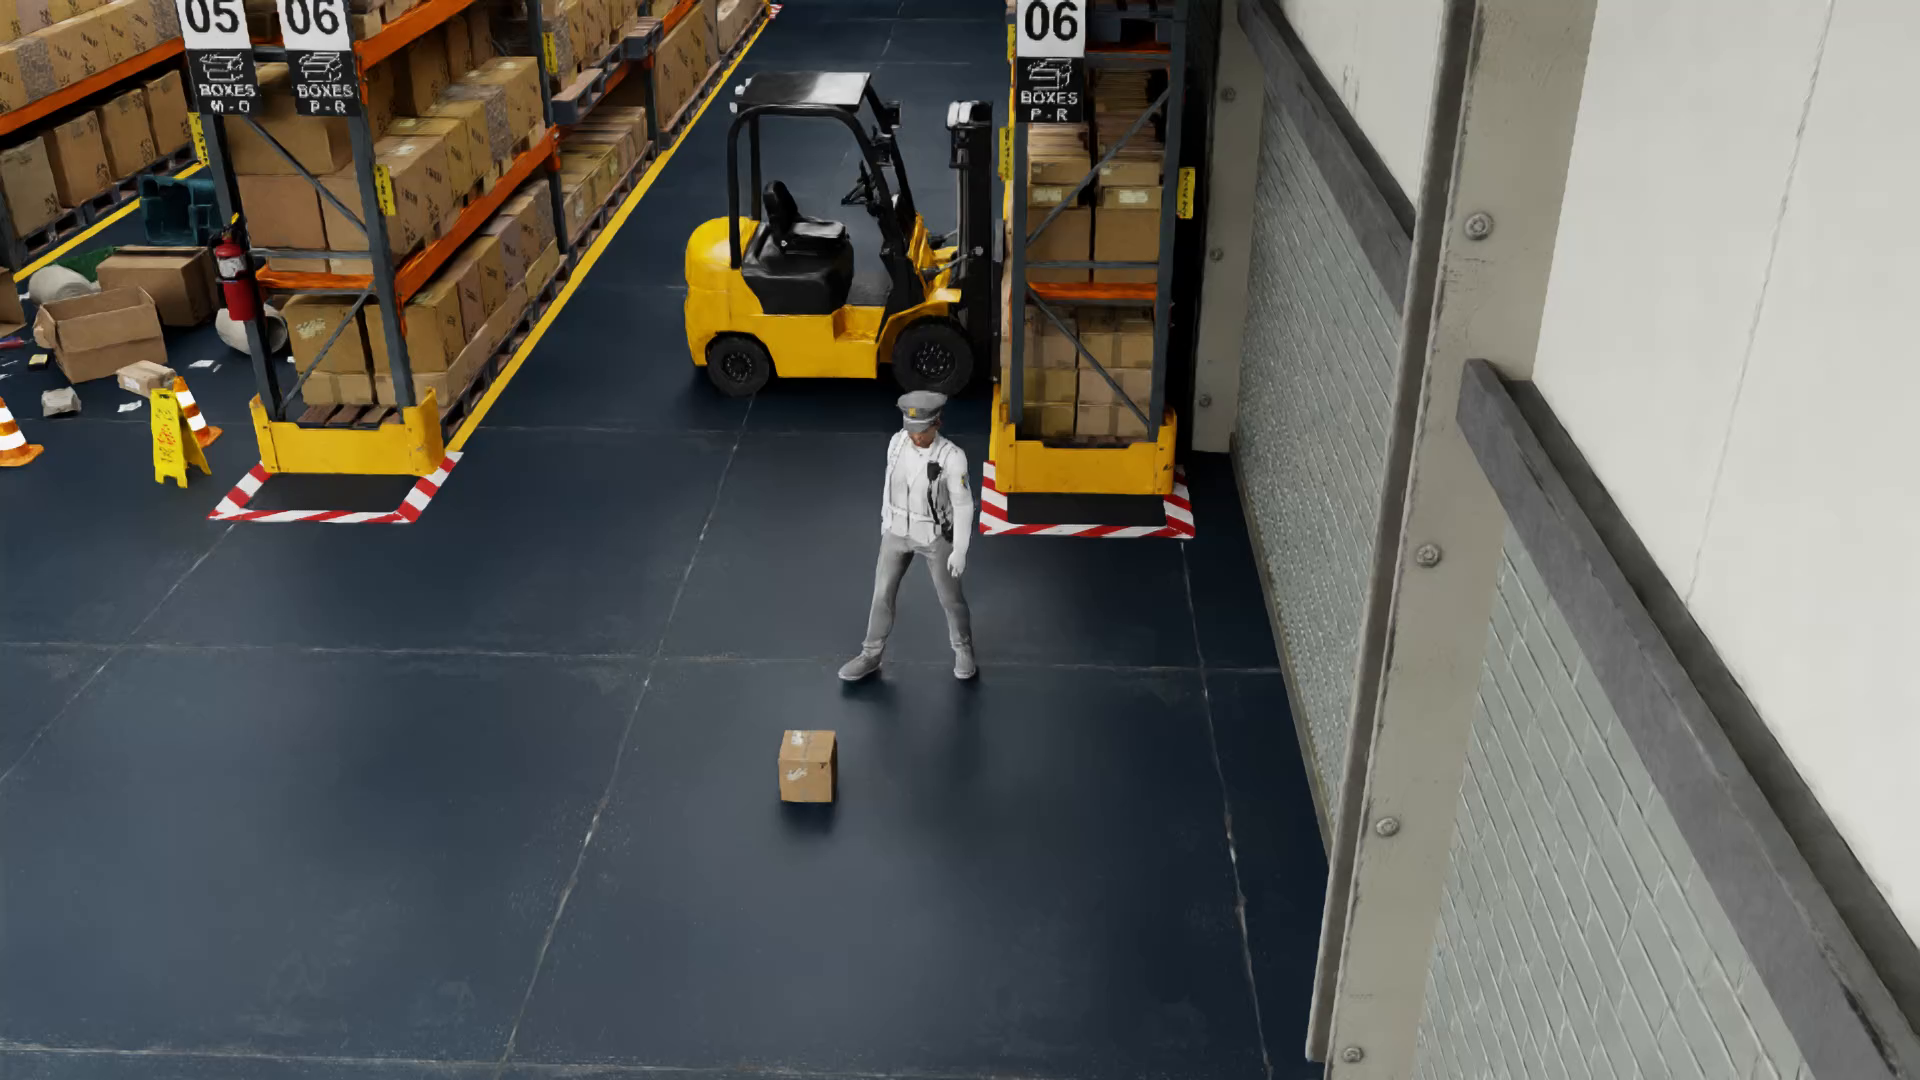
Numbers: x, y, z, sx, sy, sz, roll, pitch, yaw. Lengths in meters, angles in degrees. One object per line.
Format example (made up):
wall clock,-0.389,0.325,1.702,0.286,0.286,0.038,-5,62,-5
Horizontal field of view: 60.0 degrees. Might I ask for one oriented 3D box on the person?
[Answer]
person,-0.243,-0.012,8.610,0.649,1.649,0.622,14,31,24
